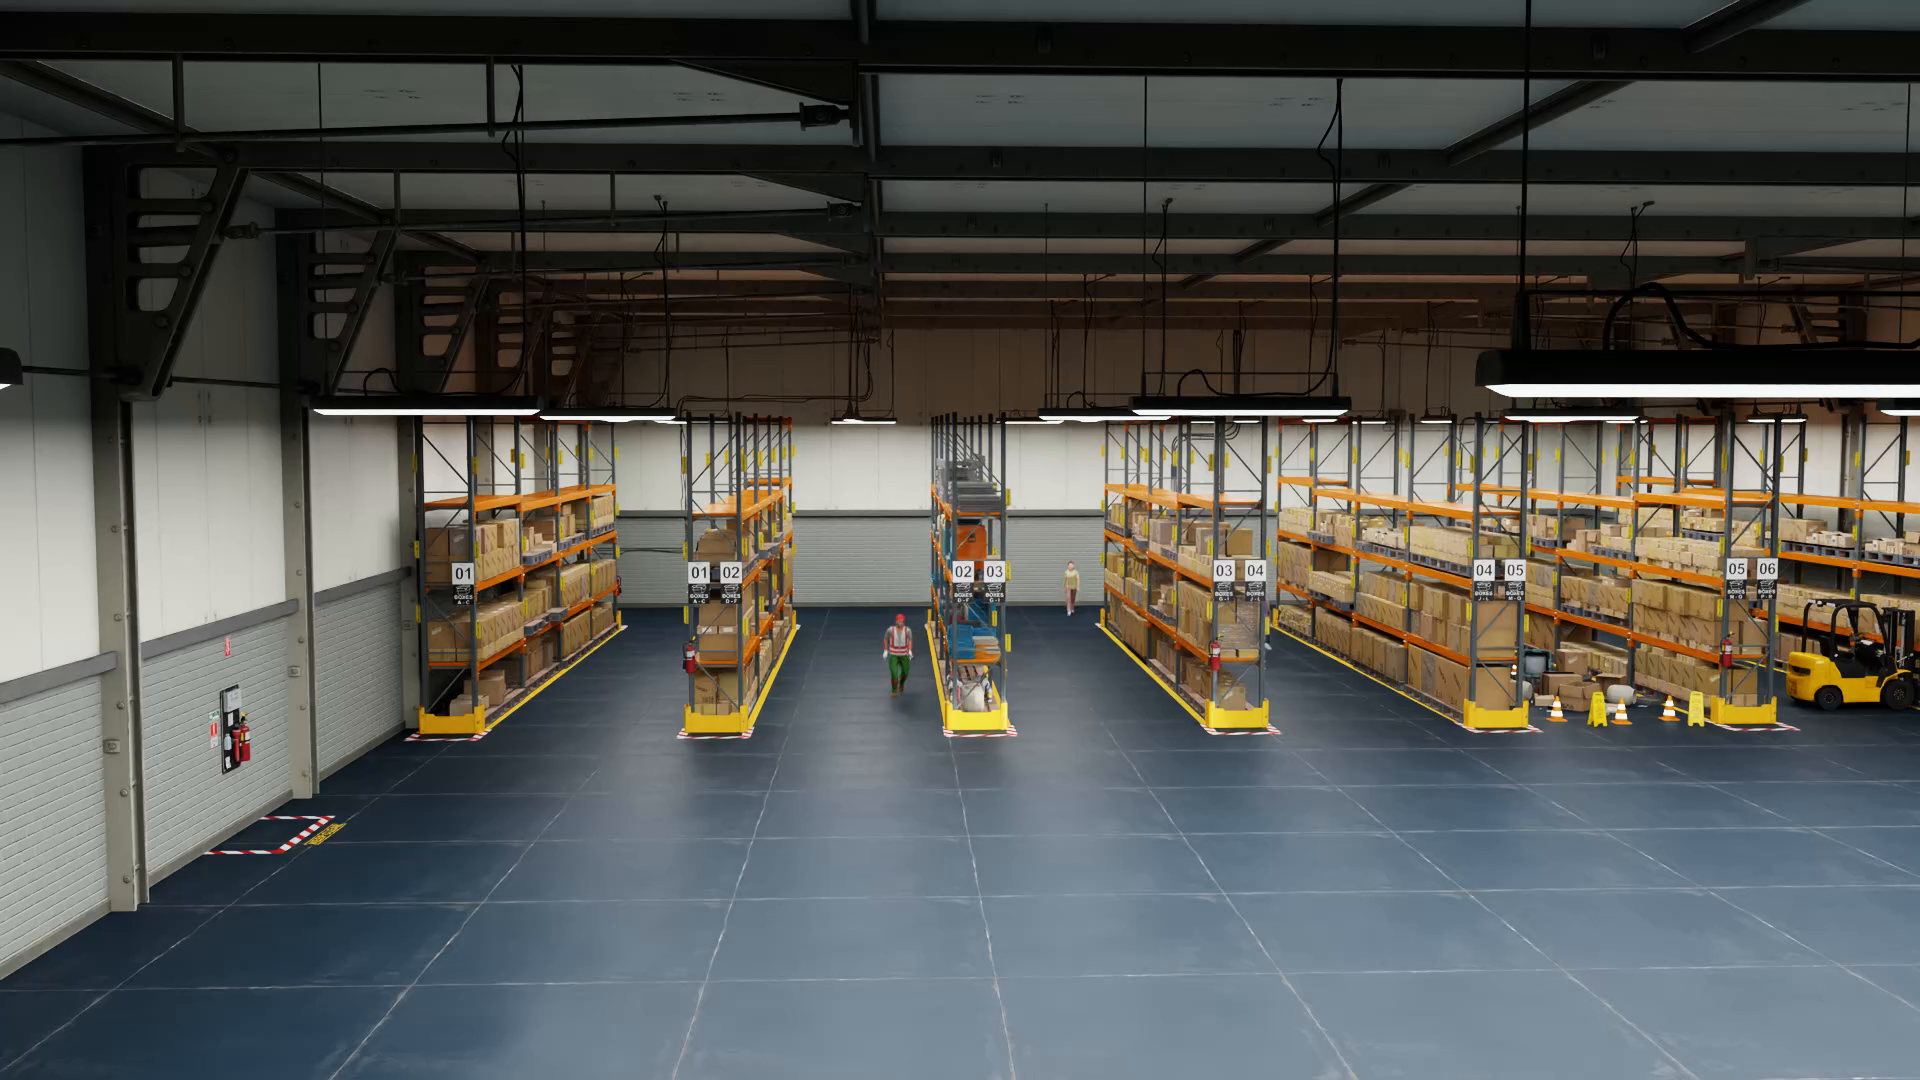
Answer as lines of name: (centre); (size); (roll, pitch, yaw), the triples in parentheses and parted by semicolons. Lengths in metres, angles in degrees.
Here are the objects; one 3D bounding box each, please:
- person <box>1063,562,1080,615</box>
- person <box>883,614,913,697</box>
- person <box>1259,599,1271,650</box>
person: (3.394, 1.459, 50.590); (0.481, 1.604, 1.064); (0, 4, 1)
person: (-1.340, 2.436, 35.455); (0.603, 1.768, 0.678); (-1, 4, -13)
person: (7.679, 2.055, 42.214); (0.439, 1.597, 0.441); (0, 4, 1)
